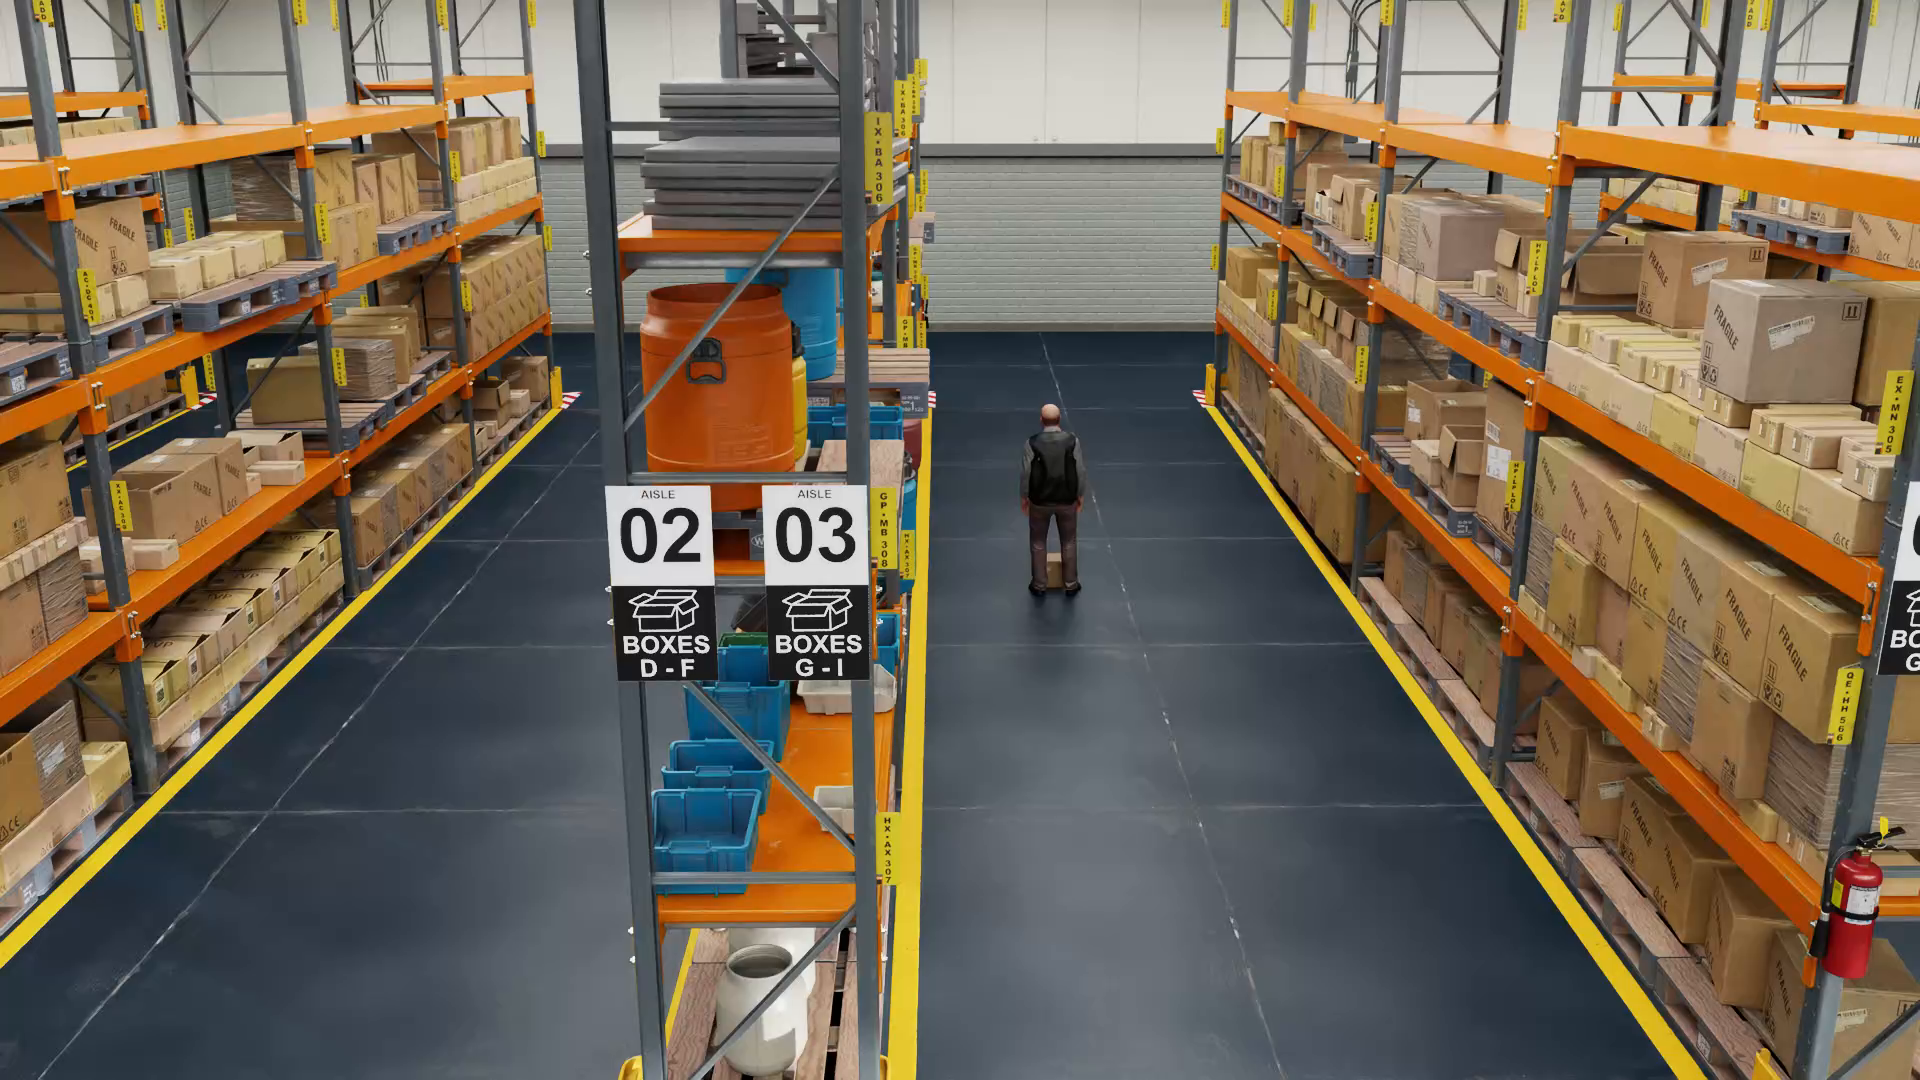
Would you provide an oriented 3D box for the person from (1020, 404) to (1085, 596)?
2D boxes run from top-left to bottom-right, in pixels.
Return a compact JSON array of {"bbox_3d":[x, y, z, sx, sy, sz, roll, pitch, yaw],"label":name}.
[{"bbox_3d":[0.817,-0.344,14.711,0.584,1.719,0.427,-1,17,-4],"label":"person"}]
